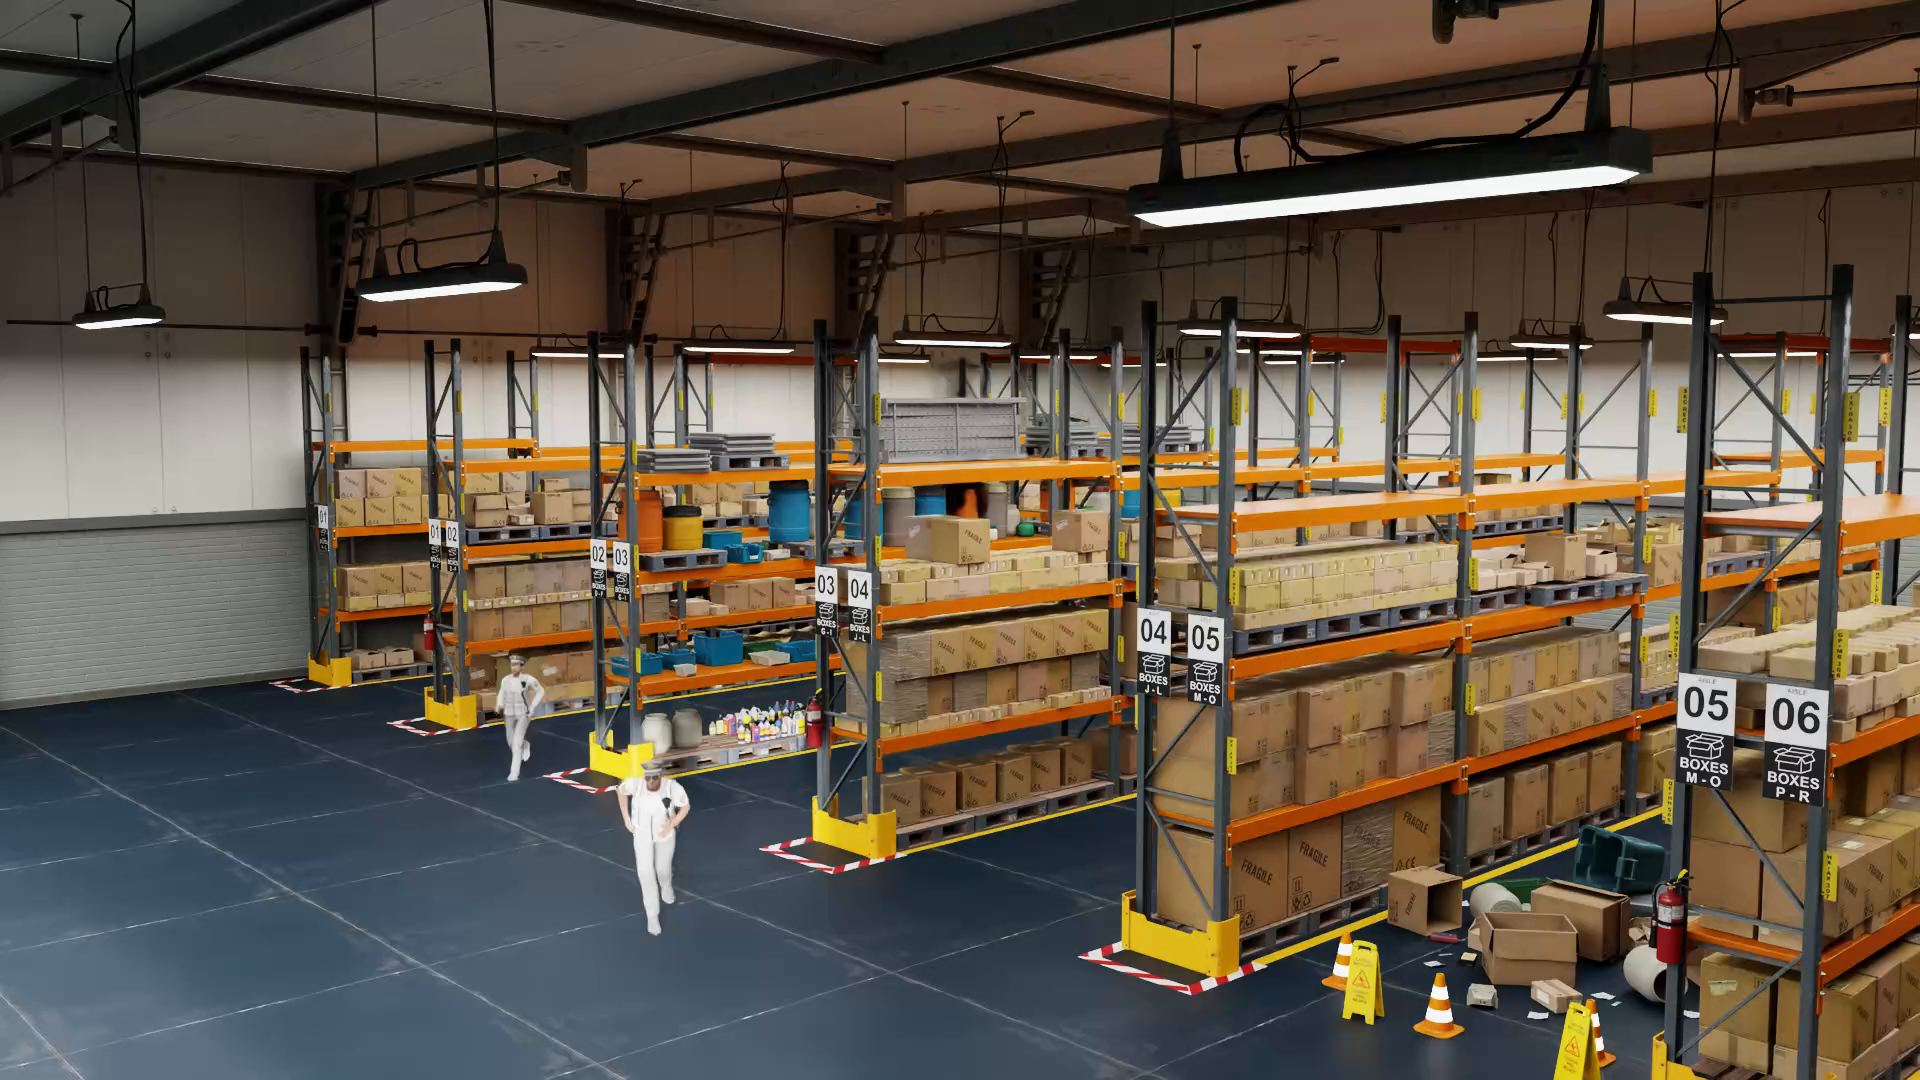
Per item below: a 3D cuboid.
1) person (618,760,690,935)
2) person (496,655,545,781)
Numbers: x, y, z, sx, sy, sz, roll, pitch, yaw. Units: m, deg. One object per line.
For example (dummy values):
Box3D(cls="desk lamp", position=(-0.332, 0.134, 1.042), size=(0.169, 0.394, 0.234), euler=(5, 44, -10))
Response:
Box3D(cls="person", position=(-2.987, 2.926, 16.337), size=(0.705, 1.720, 1.030), euler=(0, 5, -3))
Box3D(cls="person", position=(-5.951, 2.376, 22.521), size=(0.627, 1.696, 0.762), euler=(1, 5, 8))
